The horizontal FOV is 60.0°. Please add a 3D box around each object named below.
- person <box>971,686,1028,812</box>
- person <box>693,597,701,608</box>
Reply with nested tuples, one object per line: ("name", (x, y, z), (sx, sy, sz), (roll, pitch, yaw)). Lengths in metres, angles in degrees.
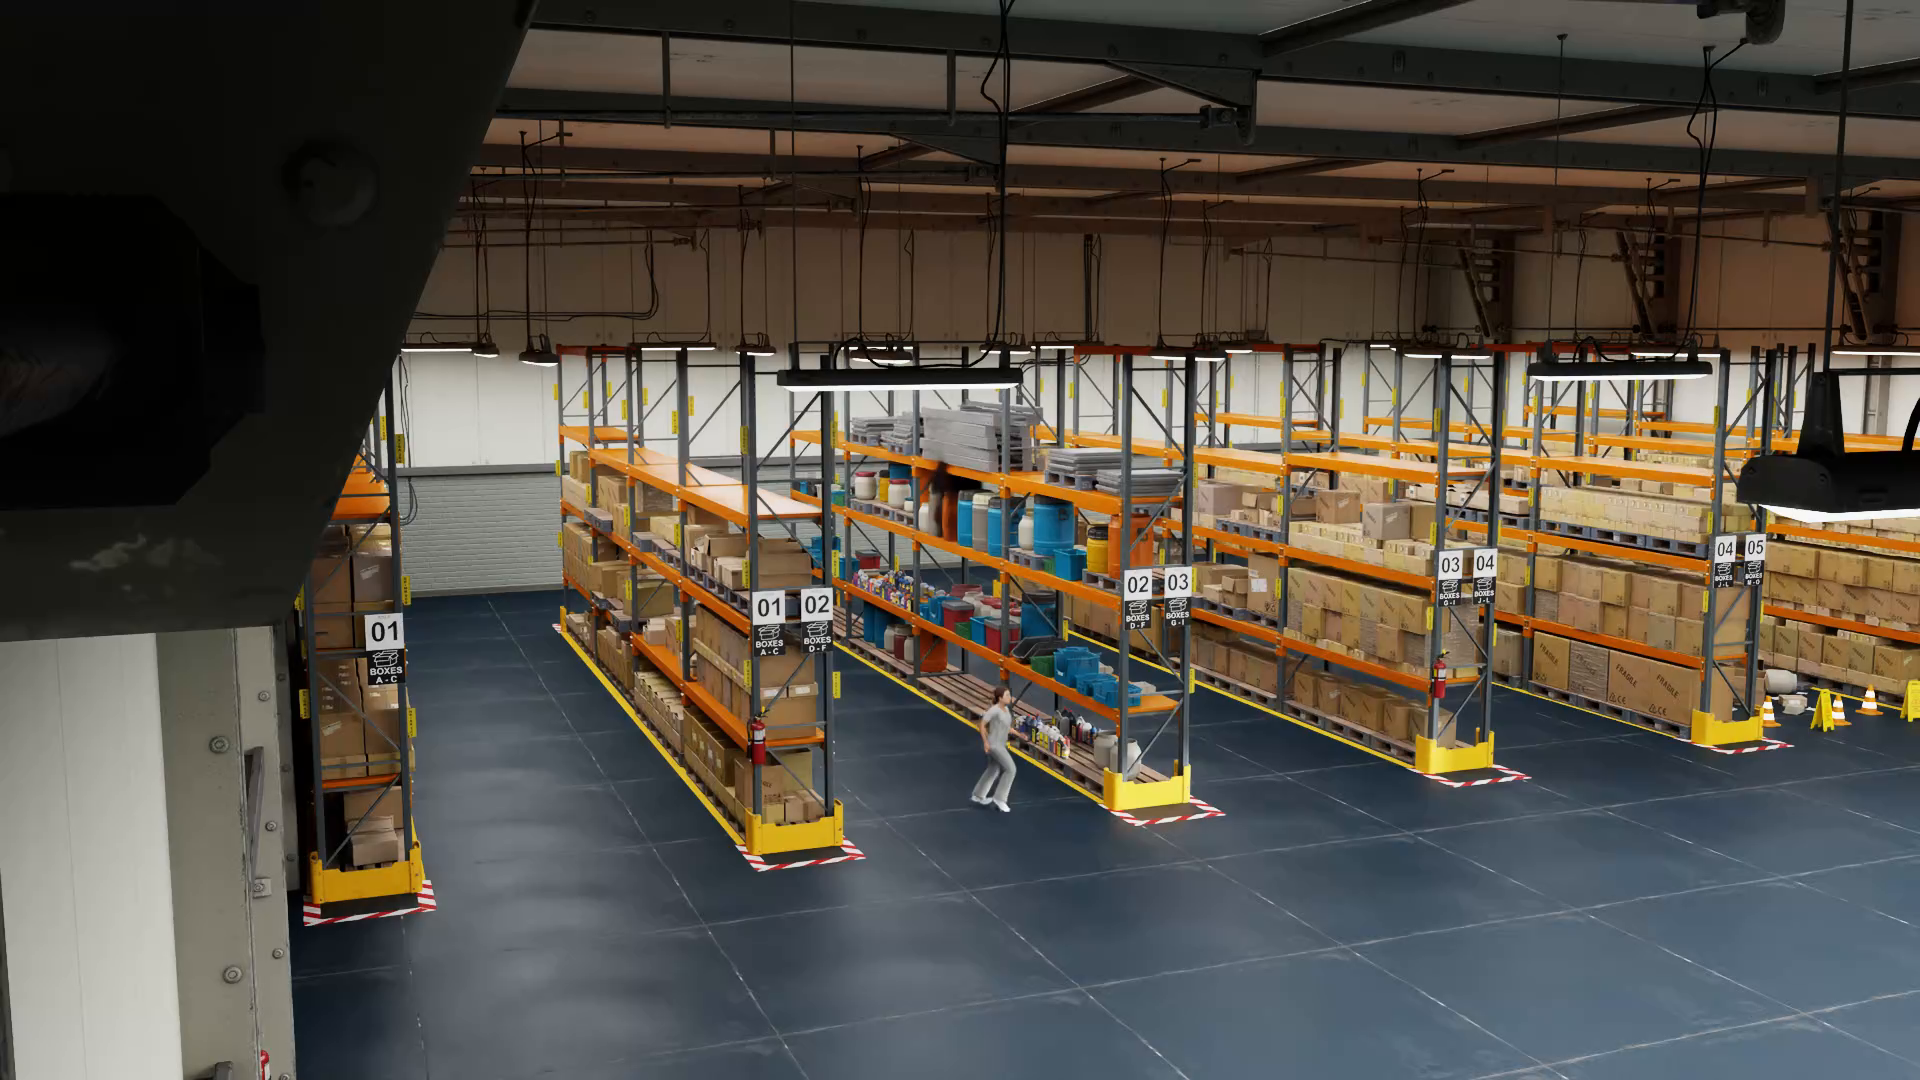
("person", (0.500, 2.748, 21.907), (0.794, 1.688, 0.472), (3, 8, 19))
("person", (-5.960, 0.675, 37.859), (0.544, 1.710, 0.747), (0, 7, -3))
